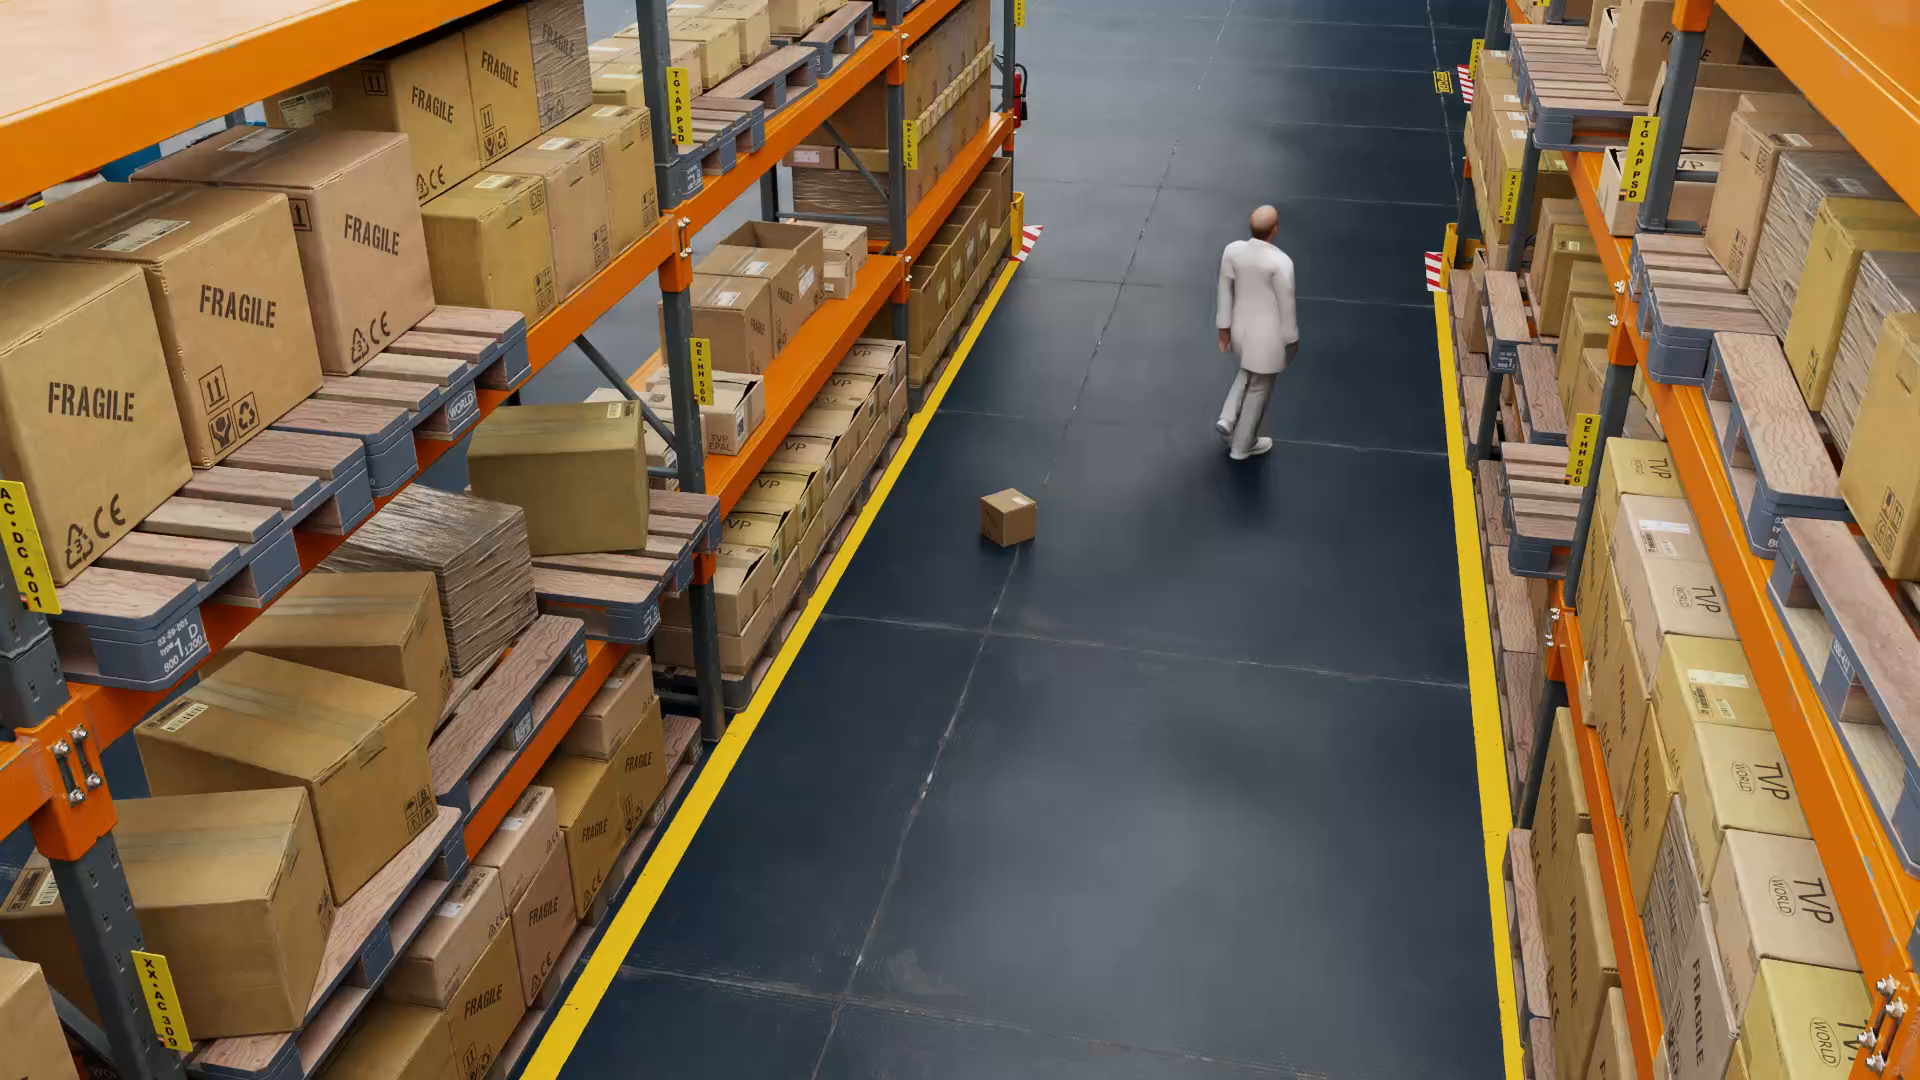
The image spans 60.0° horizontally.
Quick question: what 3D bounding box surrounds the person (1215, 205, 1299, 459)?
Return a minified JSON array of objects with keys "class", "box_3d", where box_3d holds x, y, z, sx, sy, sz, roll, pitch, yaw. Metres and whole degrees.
[{"class":"person","box_3d":[2.031,-1.385,11.182,0.468,1.807,0.563,-23,36,-36]}]
